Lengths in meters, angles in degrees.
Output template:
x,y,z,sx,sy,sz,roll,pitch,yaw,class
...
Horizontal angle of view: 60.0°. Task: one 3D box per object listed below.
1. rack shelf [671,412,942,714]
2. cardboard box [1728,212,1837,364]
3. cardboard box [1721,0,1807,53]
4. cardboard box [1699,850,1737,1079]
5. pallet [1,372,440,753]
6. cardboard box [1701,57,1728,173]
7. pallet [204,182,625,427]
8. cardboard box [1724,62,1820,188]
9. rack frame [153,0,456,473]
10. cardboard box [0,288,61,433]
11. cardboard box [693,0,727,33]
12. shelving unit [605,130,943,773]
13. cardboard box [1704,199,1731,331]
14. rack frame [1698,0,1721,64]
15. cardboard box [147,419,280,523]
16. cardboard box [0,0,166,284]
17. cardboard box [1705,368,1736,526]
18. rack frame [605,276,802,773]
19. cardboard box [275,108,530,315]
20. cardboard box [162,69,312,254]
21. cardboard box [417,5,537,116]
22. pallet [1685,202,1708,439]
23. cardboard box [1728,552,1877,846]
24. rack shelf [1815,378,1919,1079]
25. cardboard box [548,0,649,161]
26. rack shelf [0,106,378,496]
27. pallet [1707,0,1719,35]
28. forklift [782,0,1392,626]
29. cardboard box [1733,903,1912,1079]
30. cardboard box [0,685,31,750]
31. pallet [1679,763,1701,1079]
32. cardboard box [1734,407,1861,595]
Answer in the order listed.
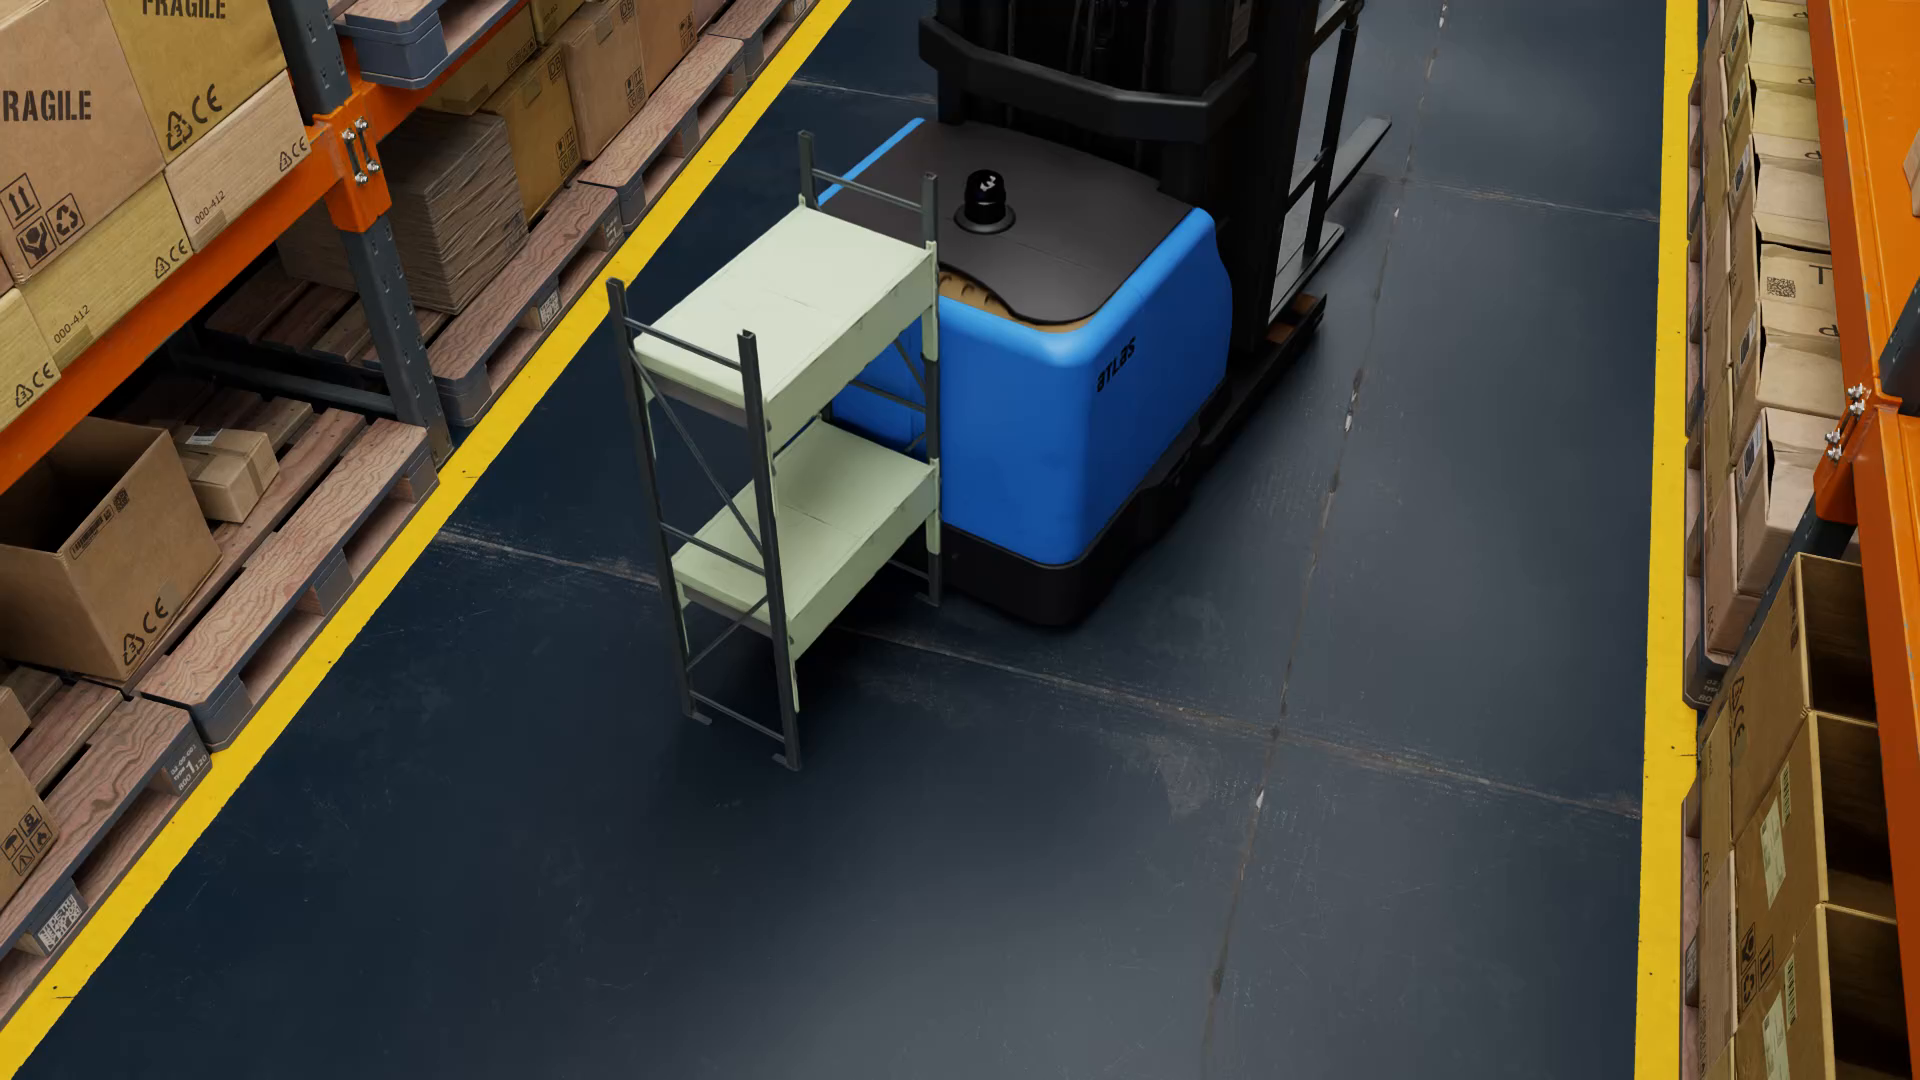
x,y,z,sx,sy,sz,roll,pitch,yaw,class
-0.421,0.043,4.600,0.431,0.370,0.720,23,49,22,rack shelf
2.695,-0.766,5.153,0.500,0.311,0.500,12,46,12,cardboard box
3.314,-2.135,6.552,0.500,0.311,0.500,14,46,14,cardboard box
1.955,1.022,3.727,0.500,0.250,0.500,13,46,13,cardboard box
-2.351,0.017,5.081,1.003,0.211,1.213,13,46,13,pallet
3.163,-1.599,6.405,0.500,0.250,0.500,11,46,11,cardboard box
-1.947,-0.957,6.077,1.003,0.211,1.213,13,46,13,pallet
3.006,-1.443,5.845,0.500,0.311,0.500,11,46,11,cardboard box
-2.181,-1.434,4.571,1.000,3.000,0.127,13,46,13,rack frame
-2.332,-0.339,3.545,0.500,0.250,0.500,12,46,12,cardboard box
-1.405,-2.555,7.189,0.700,0.500,0.500,12,46,12,cardboard box
-0.421,-0.190,4.372,0.431,1.500,0.755,23,49,22,shelving unit
2.855,-0.910,5.701,0.500,0.250,0.500,13,46,13,cardboard box
3.752,-3.054,6.226,1.000,3.000,0.127,13,46,13,rack frame
-2.315,-0.216,5.037,0.380,0.166,0.250,7,45,7,cardboard box
-2.175,-0.942,3.624,0.500,0.500,0.500,12,46,12,cardboard box
2.545,-0.230,5.006,0.500,0.250,0.500,12,46,12,cardboard box
-0.613,0.028,4.149,0.400,1.500,0.023,23,49,22,rack frame
-1.974,-1.192,5.797,0.700,0.500,0.500,14,46,14,cardboard box
-2.036,-1.008,4.228,0.500,0.250,0.500,13,46,13,cardboard box
-1.844,-1.755,5.835,0.500,0.250,0.500,12,46,12,cardboard box
3.095,-0.706,5.821,1.003,0.211,1.213,13,46,13,pallet
2.102,0.420,3.806,0.500,0.500,0.500,13,46,13,cardboard box
1.935,1.202,2.391,1.077,0.370,4.000,13,46,13,rack shelf
-1.672,-1.879,6.498,0.700,0.500,0.500,13,46,13,cardboard box
-2.787,0.156,3.461,1.077,0.370,4.000,13,46,13,rack shelf
4.015,-2.547,7.702,1.003,0.211,1.213,13,46,13,pallet
0.654,-1.809,5.003,1.130,2.935,3.031,23,49,22,forklift
1.800,1.086,3.125,0.500,0.500,0.500,13,46,13,cardboard box
-2.685,0.489,4.329,0.380,0.149,0.250,9,45,9,cardboard box
2.260,1.130,3.944,1.003,0.211,1.213,13,46,13,pallet
2.390,-0.086,4.458,0.500,0.311,0.500,13,46,13,cardboard box
